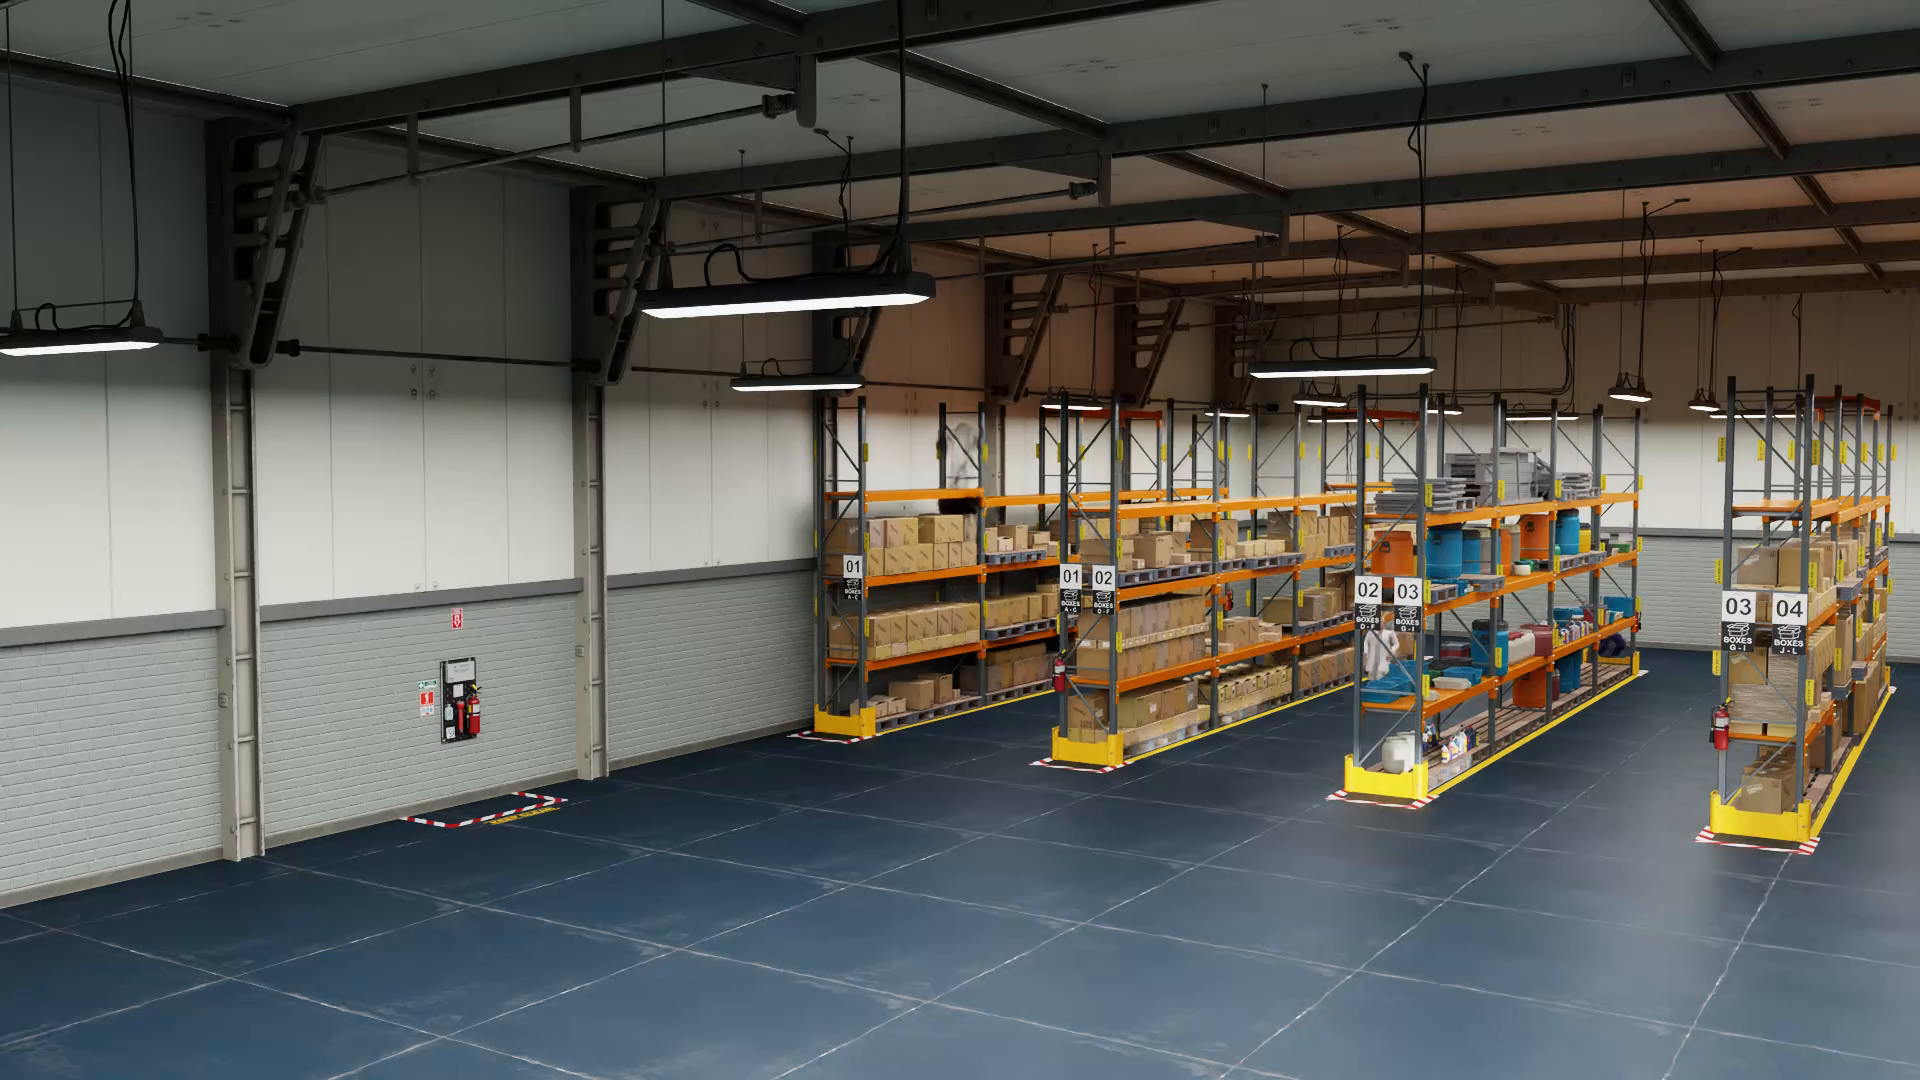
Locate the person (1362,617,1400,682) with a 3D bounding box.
[{"bbox_3d":[8.375,2.407,33.142,0.726,1.743,0.771,2,3,30],"label":"person"}]

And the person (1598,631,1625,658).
[{"bbox_3d":[15.142,2.168,38.735,0.549,1.676,0.810,-2,4,-37],"label":"person"}]
